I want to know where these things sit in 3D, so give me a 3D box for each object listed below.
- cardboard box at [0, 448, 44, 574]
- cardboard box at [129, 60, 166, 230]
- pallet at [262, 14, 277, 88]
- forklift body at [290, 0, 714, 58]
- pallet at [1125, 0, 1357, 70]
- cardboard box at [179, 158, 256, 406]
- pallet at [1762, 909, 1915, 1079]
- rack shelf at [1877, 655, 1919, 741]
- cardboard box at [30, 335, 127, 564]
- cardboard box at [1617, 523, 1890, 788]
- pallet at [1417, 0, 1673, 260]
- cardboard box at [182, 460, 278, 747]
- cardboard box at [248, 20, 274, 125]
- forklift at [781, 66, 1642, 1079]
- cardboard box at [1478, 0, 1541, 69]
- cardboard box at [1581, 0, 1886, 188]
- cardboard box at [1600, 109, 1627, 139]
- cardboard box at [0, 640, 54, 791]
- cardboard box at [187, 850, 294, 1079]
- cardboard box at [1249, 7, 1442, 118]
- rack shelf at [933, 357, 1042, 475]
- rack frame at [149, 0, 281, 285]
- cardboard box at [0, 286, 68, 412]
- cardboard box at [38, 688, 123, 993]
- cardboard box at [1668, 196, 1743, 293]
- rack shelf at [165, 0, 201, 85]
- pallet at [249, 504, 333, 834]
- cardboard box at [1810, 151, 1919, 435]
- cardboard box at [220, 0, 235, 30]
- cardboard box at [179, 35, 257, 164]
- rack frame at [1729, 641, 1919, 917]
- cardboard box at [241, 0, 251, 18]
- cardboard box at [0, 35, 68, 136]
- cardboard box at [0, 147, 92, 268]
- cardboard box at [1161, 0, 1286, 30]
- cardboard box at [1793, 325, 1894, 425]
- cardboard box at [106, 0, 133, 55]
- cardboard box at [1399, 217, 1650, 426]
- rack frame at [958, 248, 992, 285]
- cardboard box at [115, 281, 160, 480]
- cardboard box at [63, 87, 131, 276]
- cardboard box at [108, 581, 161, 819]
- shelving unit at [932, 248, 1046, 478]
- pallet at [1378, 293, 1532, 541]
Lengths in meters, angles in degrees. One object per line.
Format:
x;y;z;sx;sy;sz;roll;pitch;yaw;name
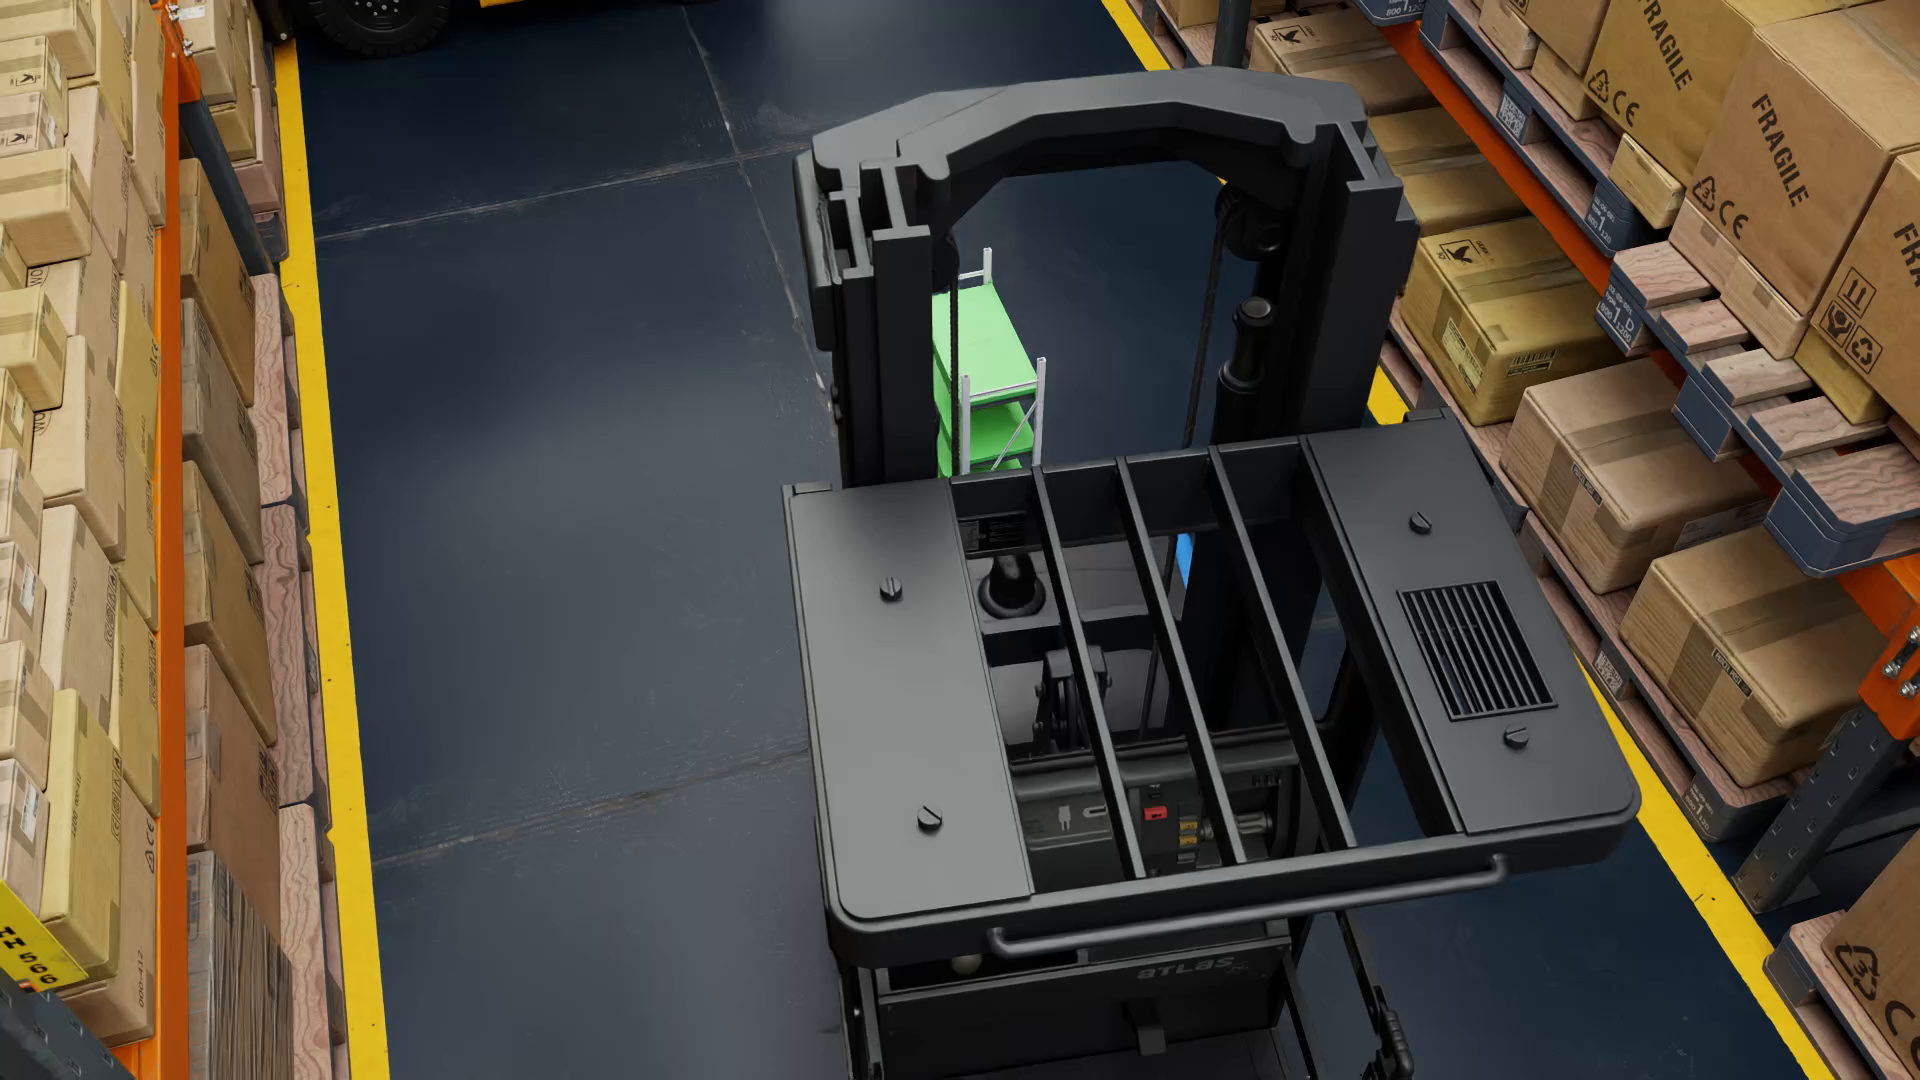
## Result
-2.059;-0.012;3.309;0.380;0.149;0.250;-13;51;-11;cardboard box
-2.606;-1.105;4.818;0.500;0.250;0.500;-14;51;-11;cardboard box
-3.719;-2.413;7.646;1.003;0.211;1.213;-13;51;-11;pallet
-2.038;-3.504;7.297;2.313;2.155;1.214;-13;51;-11;forklift body
1.349;-2.537;7.751;1.003;0.211;1.213;-13;51;-11;pallet
-2.994;-0.820;5.758;0.875;0.625;0.625;-11;51;-9;cardboard box
2.926;1.460;4.381;1.003;0.211;1.213;-13;51;-11;pallet
3.356;1.661;2.859;1.077;0.370;4.000;-13;51;-11;rack shelf
-2.158;-0.151;3.687;0.500;0.250;0.500;-14;51;-12;cardboard box
2.607;0.265;5.009;0.950;0.372;0.625;-16;52;-13;cardboard box
2.140;-1.407;5.099;1.003;0.211;1.213;-13;51;-11;pallet
-2.547;0.297;4.816;0.875;0.625;0.625;-15;52;-12;cardboard box
-3.151;-1.873;6.891;0.500;0.250;0.500;-14;51;-12;cardboard box
0.306;0.743;3.206;1.130;2.935;3.031;-7;50;-6;forklift
1.802;-1.574;5.005;0.380;0.149;0.250;-12;51;-10;cardboard box
2.051;-1.308;4.356;0.500;0.500;0.500;-16;52;-13;cardboard box
2.062;-1.221;4.707;0.380;0.149;0.250;-13;51;-11;cardboard box
-1.869;0.358;2.997;0.380;0.149;0.250;-12;51;-10;cardboard box
-2.147;1.265;4.001;0.875;0.625;0.625;-12;51;-10;cardboard box
1.739;-1.859;6.800;0.950;0.372;0.625;-13;51;-11;cardboard box
0.049;-0.379;5.055;0.258;0.148;0.480;-13;51;-11;rack shelf
-3.159;-1.828;5.329;1.000;3.000;0.127;-13;51;-11;rack frame
-2.181;-0.388;3.625;0.380;0.149;0.250;-12;51;-10;cardboard box
-1.850;0.595;3.057;0.500;0.250;0.500;-13;51;-11;cardboard box
2.110;-0.811;4.362;0.380;0.149;0.250;-16;52;-13;cardboard box
-3.750;-3.057;6.836;1.077;0.370;4.000;-13;51;-11;rack shelf
-2.539;0.492;5.197;1.003;0.211;1.213;-13;51;-11;pallet
2.365;-0.564;3.729;0.500;0.500;0.500;-15;51;-12;cardboard box
-3.144;-2.200;6.512;0.500;0.250;0.500;-13;51;-11;cardboard box
-3.007;-1.662;6.386;0.500;0.250;0.500;-14;51;-11;cardboard box
2.765;-0.032;3.815;1.000;3.000;0.127;-13;51;-11;rack frame
-3.296;-2.399;7.007;0.500;0.250;0.500;-14;51;-11;cardboard box
-2.508;-1.128;4.249;0.380;0.149;0.250;-14;51;-12;cardboard box
-2.287;-0.768;3.946;0.380;0.149;0.250;-15;51;-12;cardboard box
1.150;-2.573;7.481;0.500;0.250;0.500;-11;51;-9;cardboard box
2.294;-0.452;4.059;0.380;0.149;0.250;-13;51;-10;cardboard box
-2.769;-1.640;4.942;0.500;0.250;0.500;-14;51;-12;cardboard box
2.162;-0.827;5.930;0.950;0.372;0.625;-12;51;-10;cardboard box
-0.023;-0.444;5.340;0.240;1.200;0.015;-13;51;-11;rack frame
-2.329;-0.360;4.190;0.500;0.250;0.500;-12;51;-10;cardboard box
-2.465;-0.891;4.311;0.500;0.250;0.500;-12;51;-10;cardboard box
-2.018;0.394;3.554;0.500;0.250;0.500;-14;51;-12;cardboard box
0.049;-0.266;5.189;0.258;1.200;0.503;-13;51;-11;shelving unit
2.178;-0.594;6.112;1.003;0.211;1.213;-13;51;-11;pallet
